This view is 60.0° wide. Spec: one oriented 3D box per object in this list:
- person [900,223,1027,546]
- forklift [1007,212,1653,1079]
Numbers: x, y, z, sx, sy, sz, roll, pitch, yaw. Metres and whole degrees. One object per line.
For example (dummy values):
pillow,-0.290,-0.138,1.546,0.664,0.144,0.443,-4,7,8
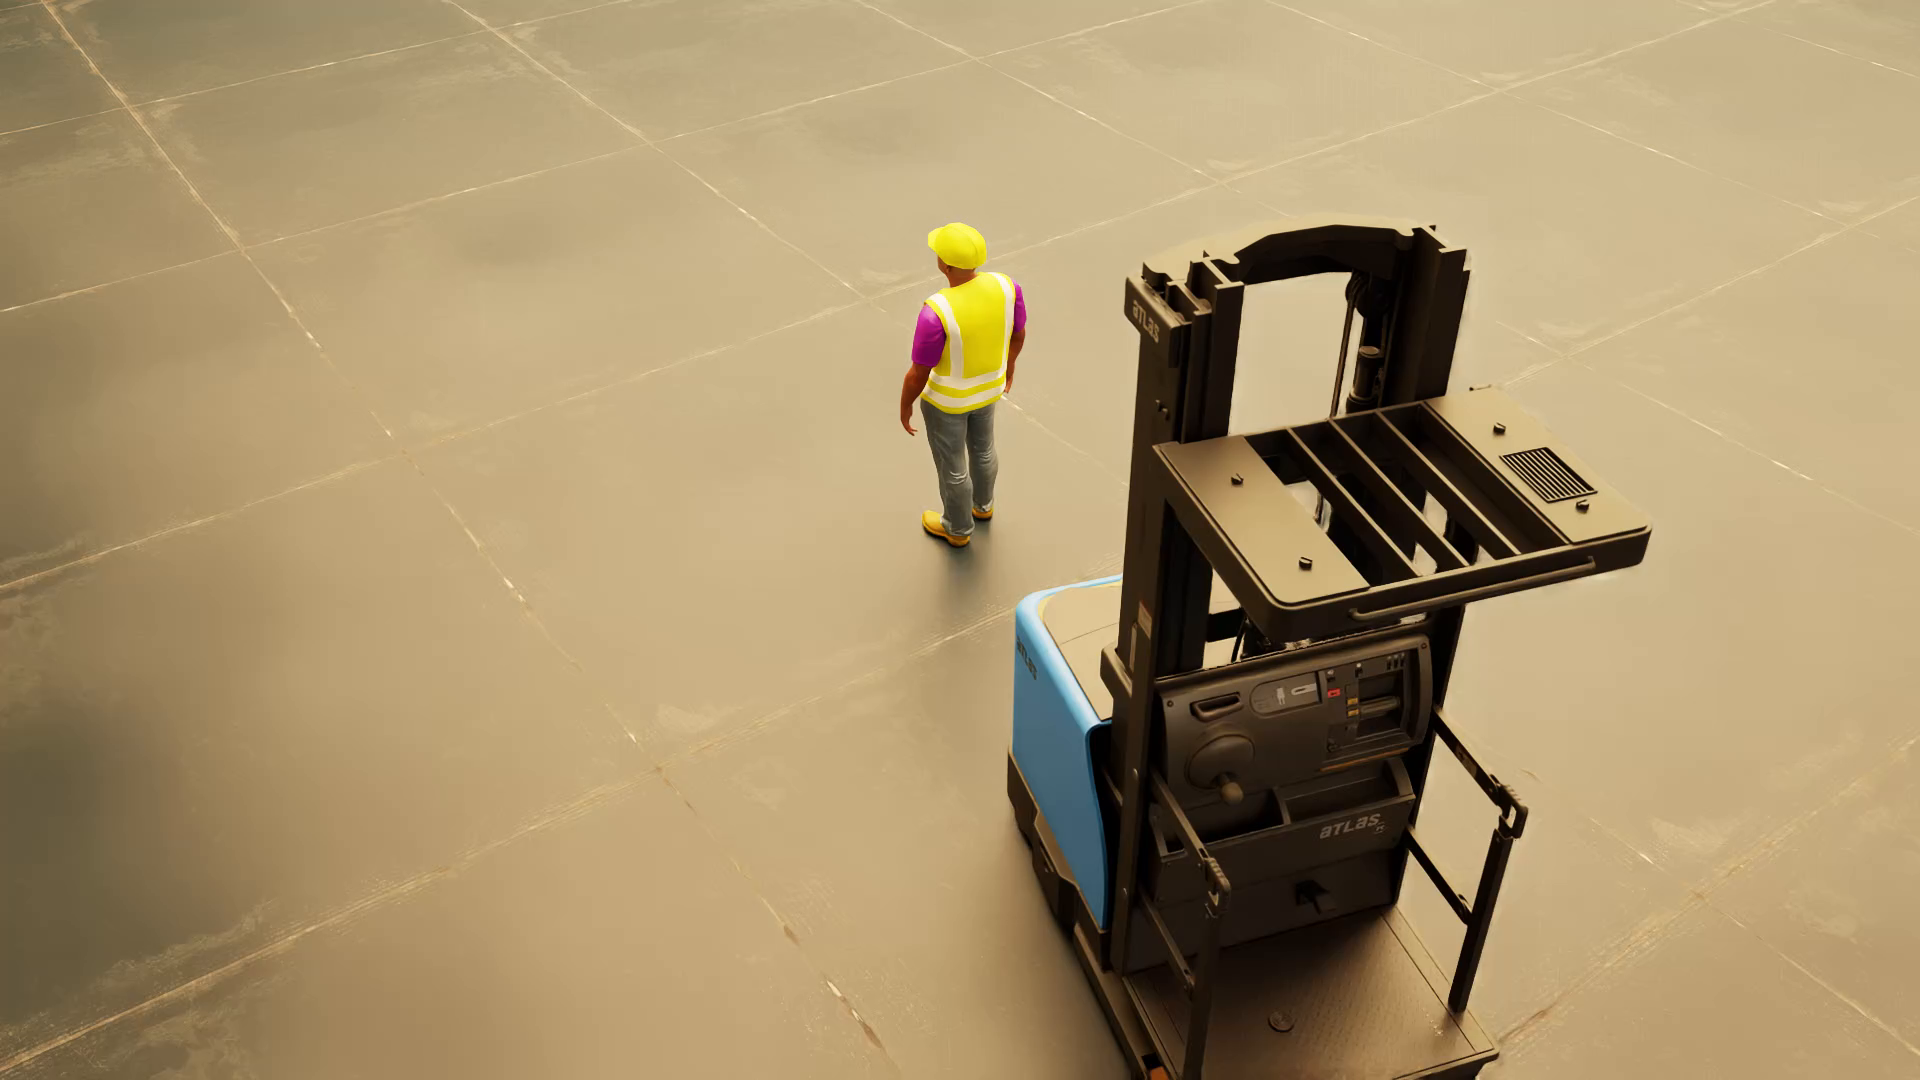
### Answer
person,-0.037,-0.749,7.931,0.666,1.761,0.575,-23,42,-28
forklift,1.137,0.637,5.083,1.130,2.935,3.031,-11,38,-15
